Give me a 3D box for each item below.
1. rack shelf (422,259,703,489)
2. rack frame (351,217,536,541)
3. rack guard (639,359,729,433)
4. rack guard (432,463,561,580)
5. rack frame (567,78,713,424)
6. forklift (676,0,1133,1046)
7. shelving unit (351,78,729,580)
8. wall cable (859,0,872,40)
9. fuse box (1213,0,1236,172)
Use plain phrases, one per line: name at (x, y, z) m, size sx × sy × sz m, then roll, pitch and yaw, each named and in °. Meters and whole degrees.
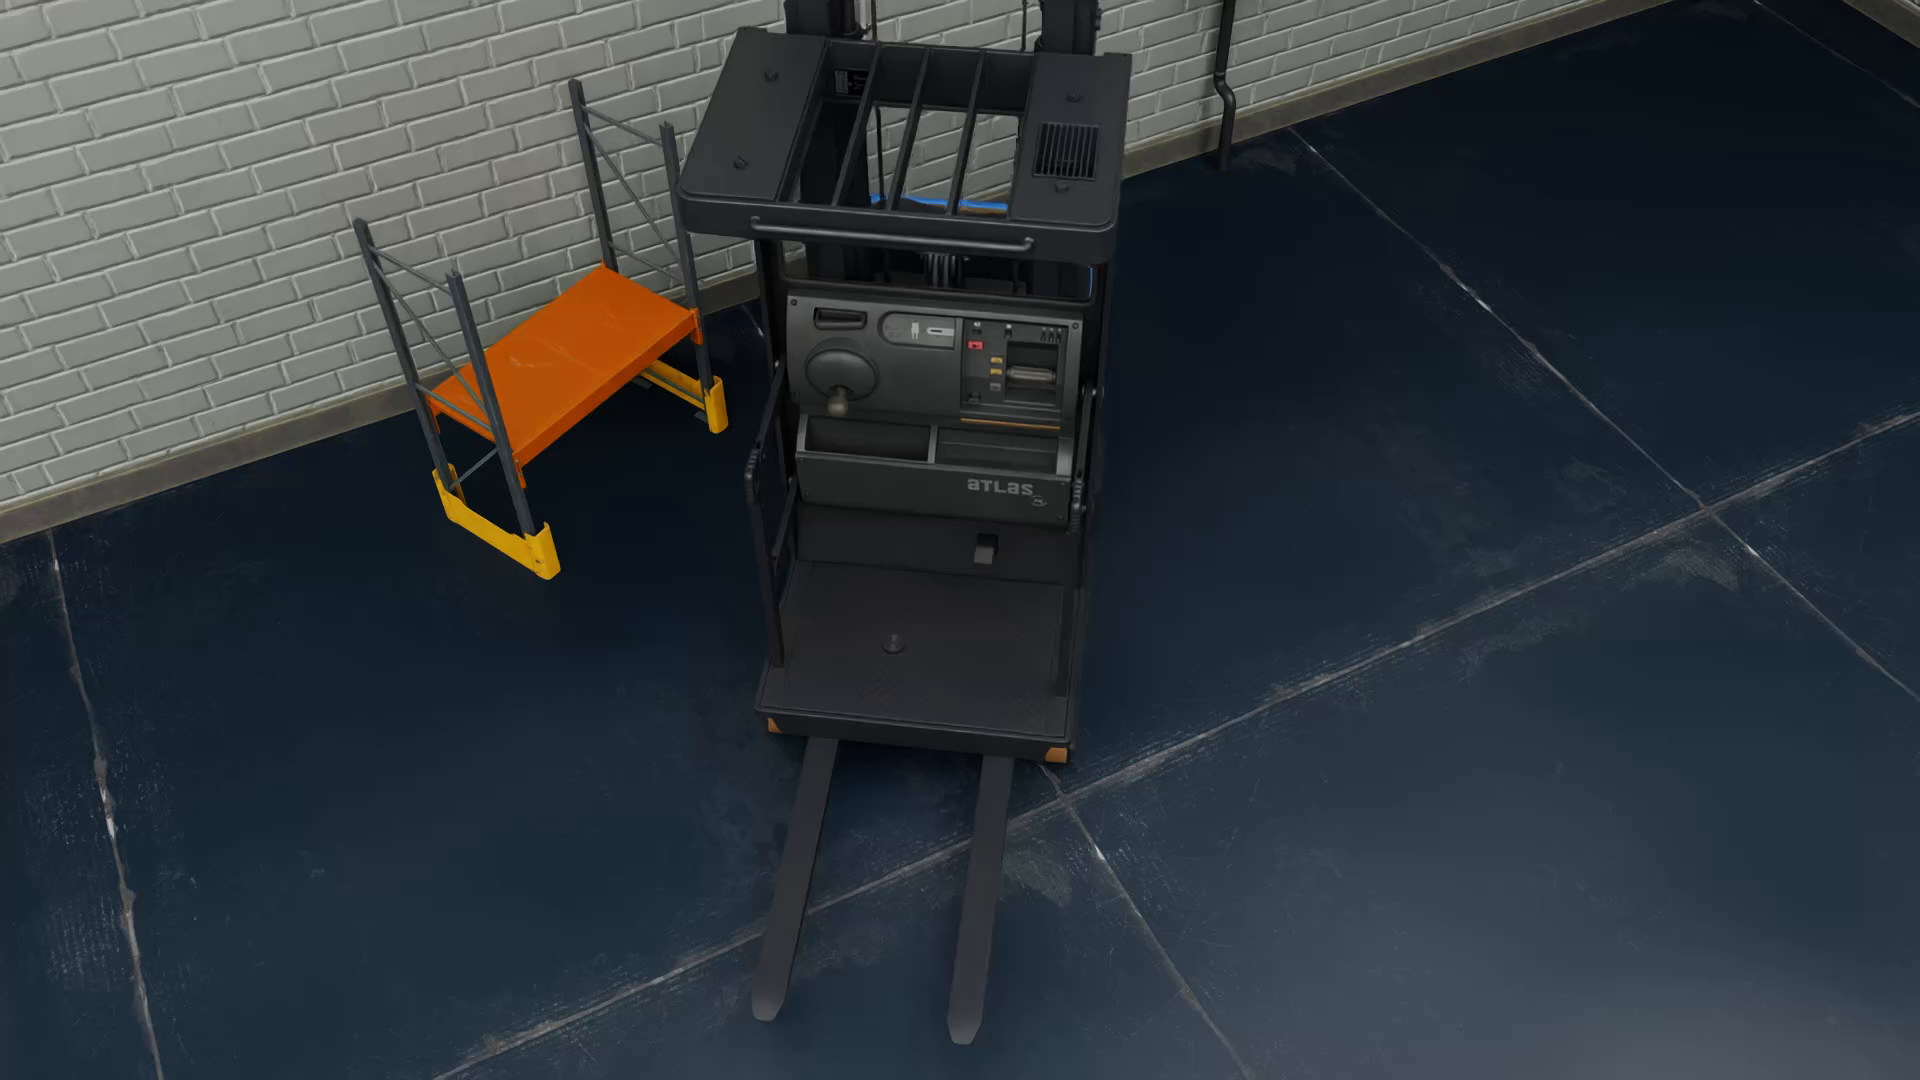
rack shelf at (-1.535, -0.666, 6.468) m, size 0.538 × 0.185 × 1.000 m, roll 29°, pitch 55°, yaw 23°
rack frame at (-1.834, -0.475, 6.062) m, size 0.500 × 1.500 × 0.032 m, roll 29°, pitch 55°, yaw 23°
rack guard at (-1.237, -0.682, 7.073) m, size 0.587 × 0.250 × 0.087 m, roll 29°, pitch 55°, yaw 23°
rack guard at (-1.823, -0.075, 6.542) m, size 0.587 × 0.250 × 0.087 m, roll 29°, pitch 55°, yaw 23°
rack frame at (-1.237, -1.094, 6.603) m, size 0.500 × 1.500 × 0.032 m, roll 29°, pitch 55°, yaw 23°
forklift at (-0.109, -0.456, 5.094) m, size 1.130 × 2.935 × 3.031 m, roll 5°, pitch 49°, yaw 5°
shelving unit at (-1.530, -0.790, 6.337) m, size 0.587 × 1.500 × 1.083 m, roll 29°, pitch 55°, yaw 23°
wall cable at (-0.602, -2.538, 6.174) m, size 0.585 × 1.953 × 0.123 m, roll -21°, pitch 52°, yaw -18°
fuse box at (1.333, -2.395, 7.601) m, size 0.539 × 1.711 × 0.414 m, roll -21°, pitch 52°, yaw -18°
